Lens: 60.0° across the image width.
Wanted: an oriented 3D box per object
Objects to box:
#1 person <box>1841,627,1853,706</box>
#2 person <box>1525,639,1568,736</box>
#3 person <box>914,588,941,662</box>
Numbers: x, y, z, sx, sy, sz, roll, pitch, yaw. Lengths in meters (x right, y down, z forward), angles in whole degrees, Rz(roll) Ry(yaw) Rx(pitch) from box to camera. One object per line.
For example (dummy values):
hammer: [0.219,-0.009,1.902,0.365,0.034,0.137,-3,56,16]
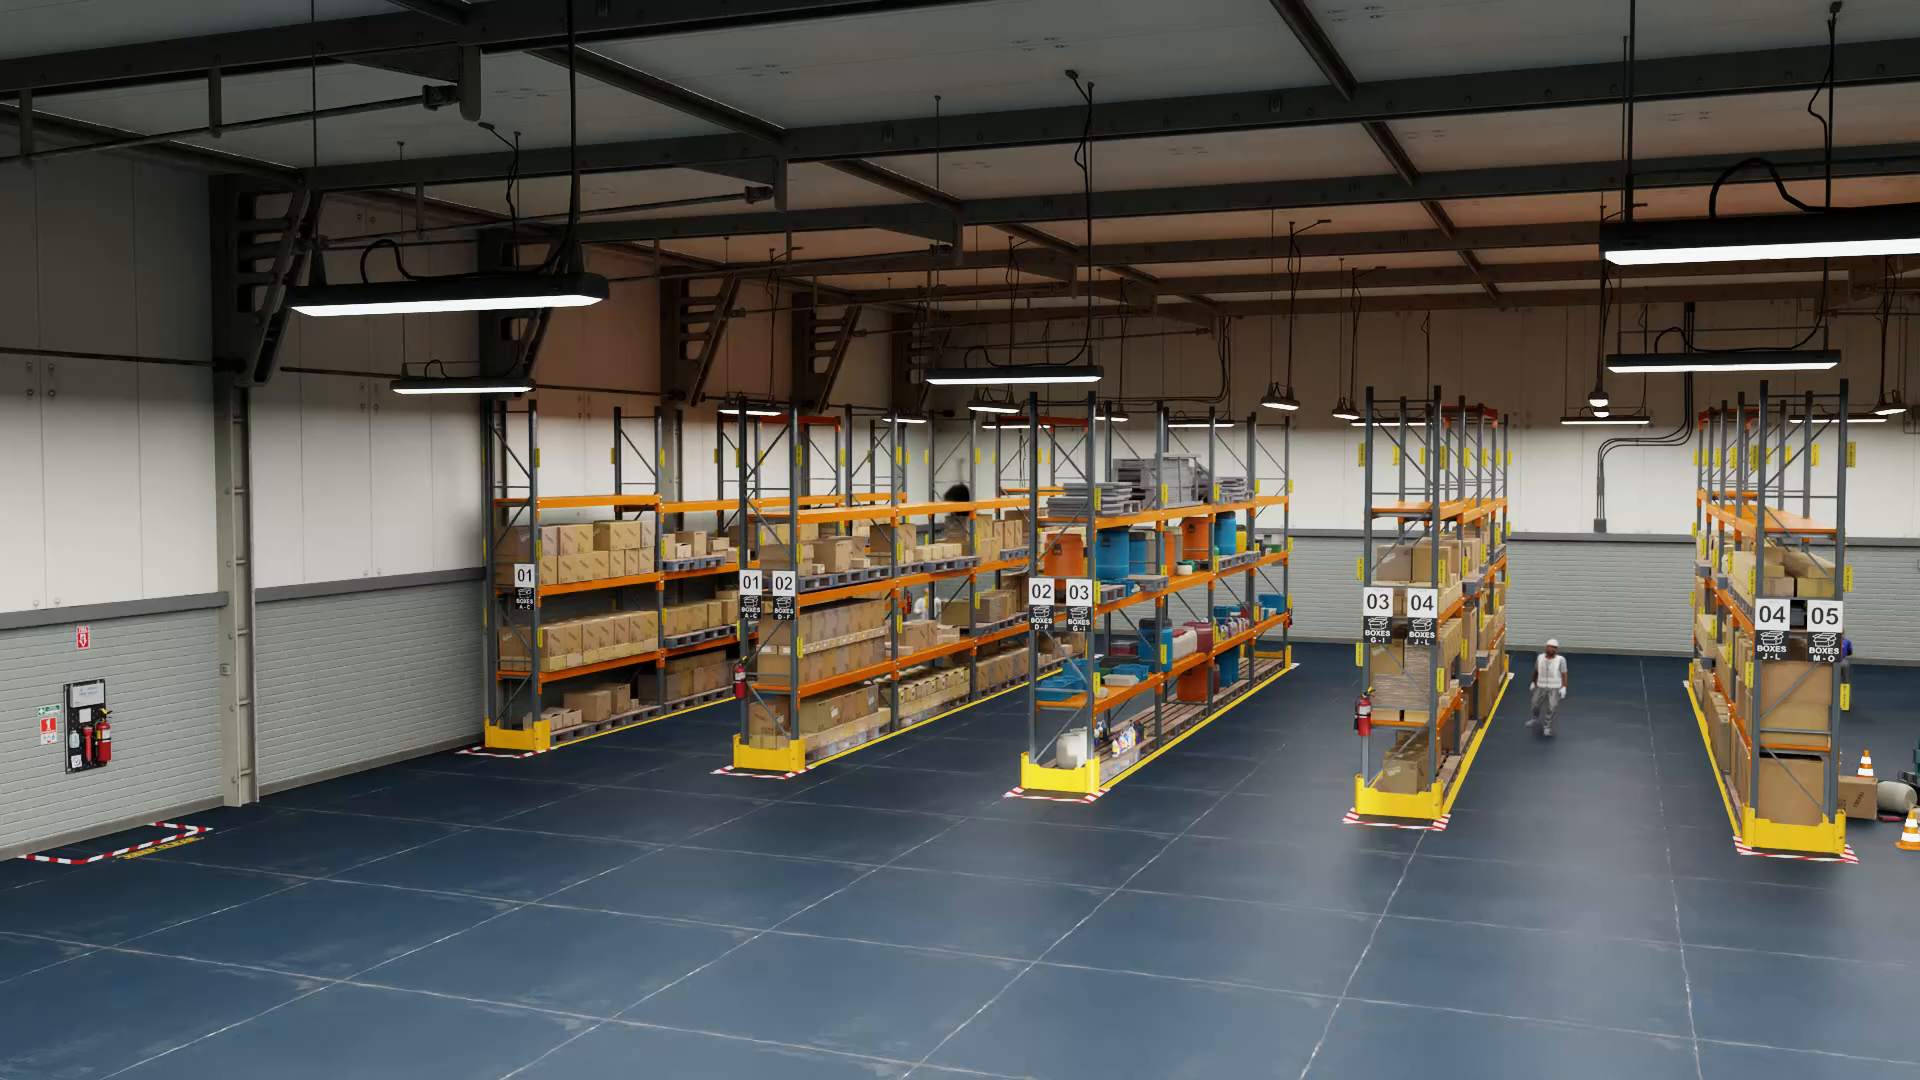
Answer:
person: [17.589,2.549,33.241,0.583,1.646,0.965,0,3,8]
person: [10.581,2.643,30.000,0.782,1.740,0.574,2,3,34]
person: [-0.802,2.092,41.165,0.665,1.835,0.910,1,3,15]
